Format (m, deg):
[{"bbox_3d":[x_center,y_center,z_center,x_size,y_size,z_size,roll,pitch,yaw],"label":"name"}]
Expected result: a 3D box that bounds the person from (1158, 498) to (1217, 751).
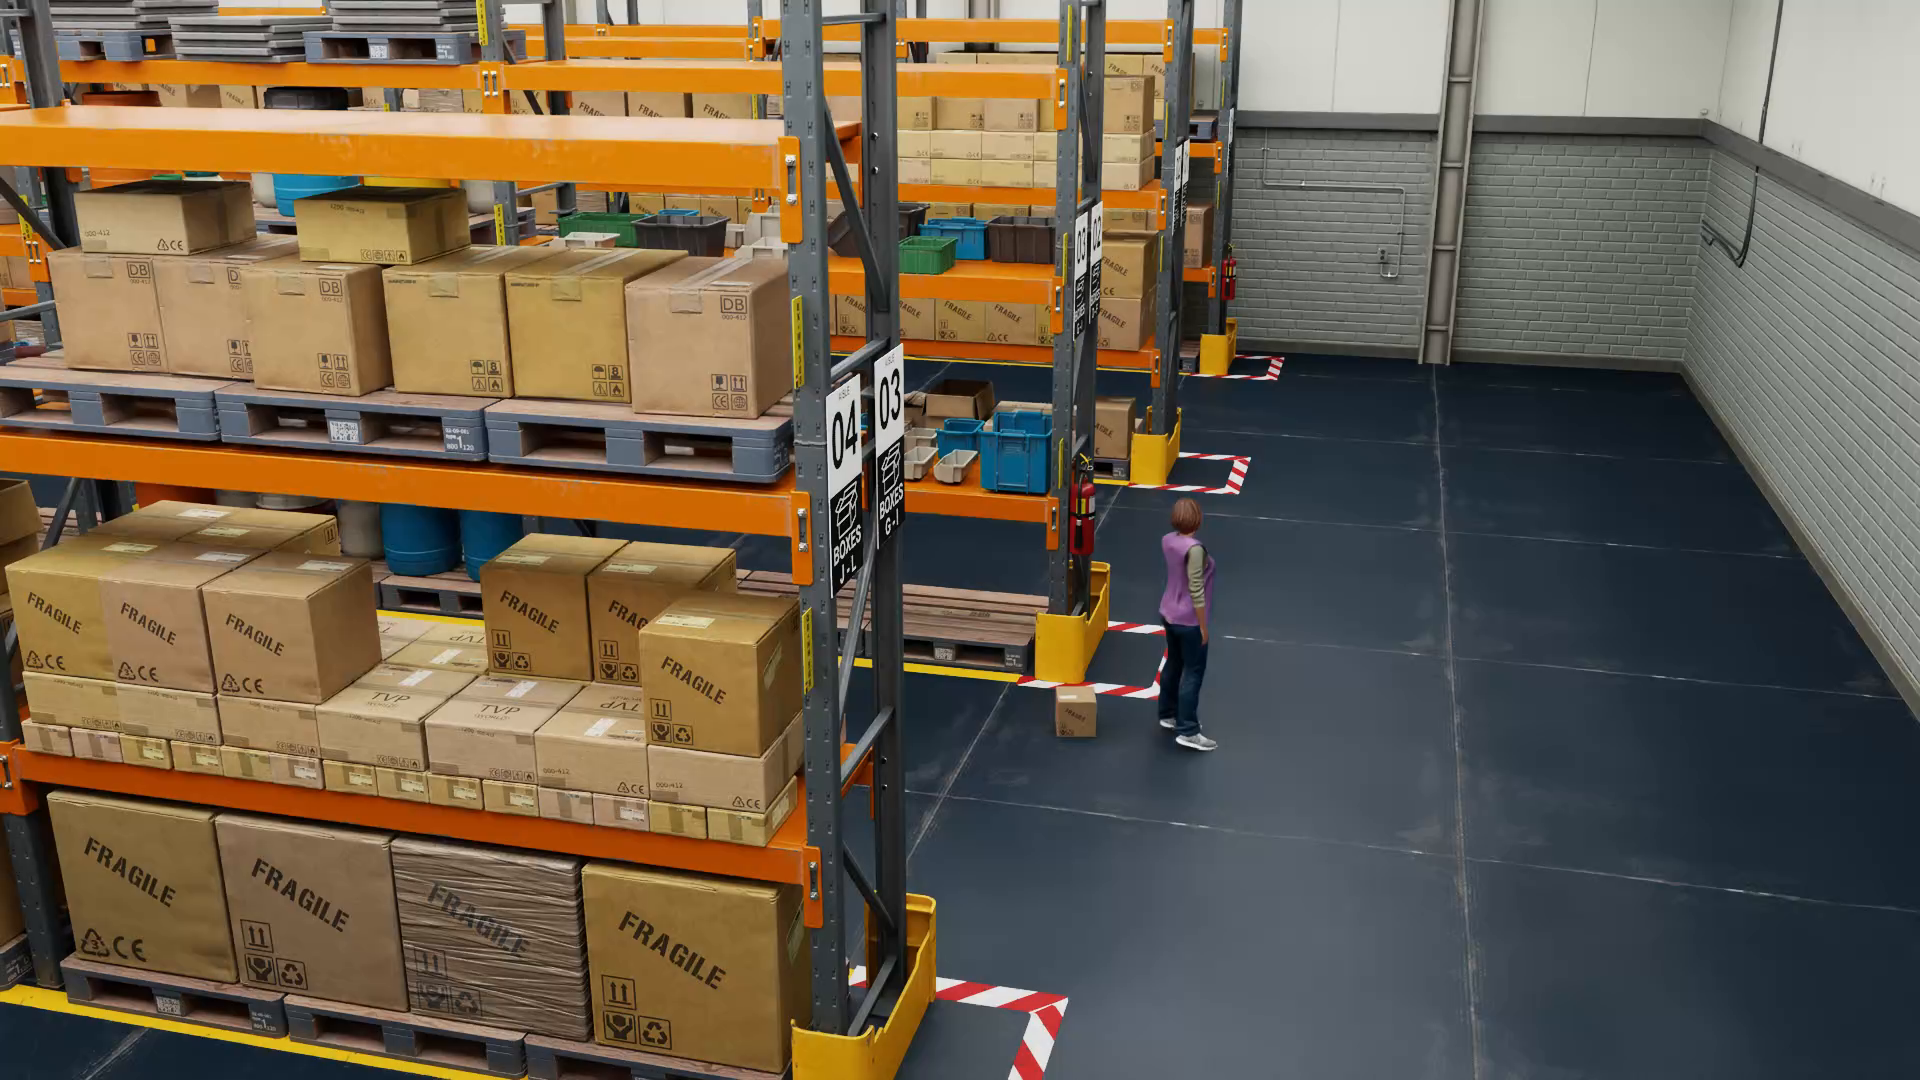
[{"bbox_3d":[1.440,0.518,10.525,0.340,1.620,0.476,-6,20,-18],"label":"person"}]
